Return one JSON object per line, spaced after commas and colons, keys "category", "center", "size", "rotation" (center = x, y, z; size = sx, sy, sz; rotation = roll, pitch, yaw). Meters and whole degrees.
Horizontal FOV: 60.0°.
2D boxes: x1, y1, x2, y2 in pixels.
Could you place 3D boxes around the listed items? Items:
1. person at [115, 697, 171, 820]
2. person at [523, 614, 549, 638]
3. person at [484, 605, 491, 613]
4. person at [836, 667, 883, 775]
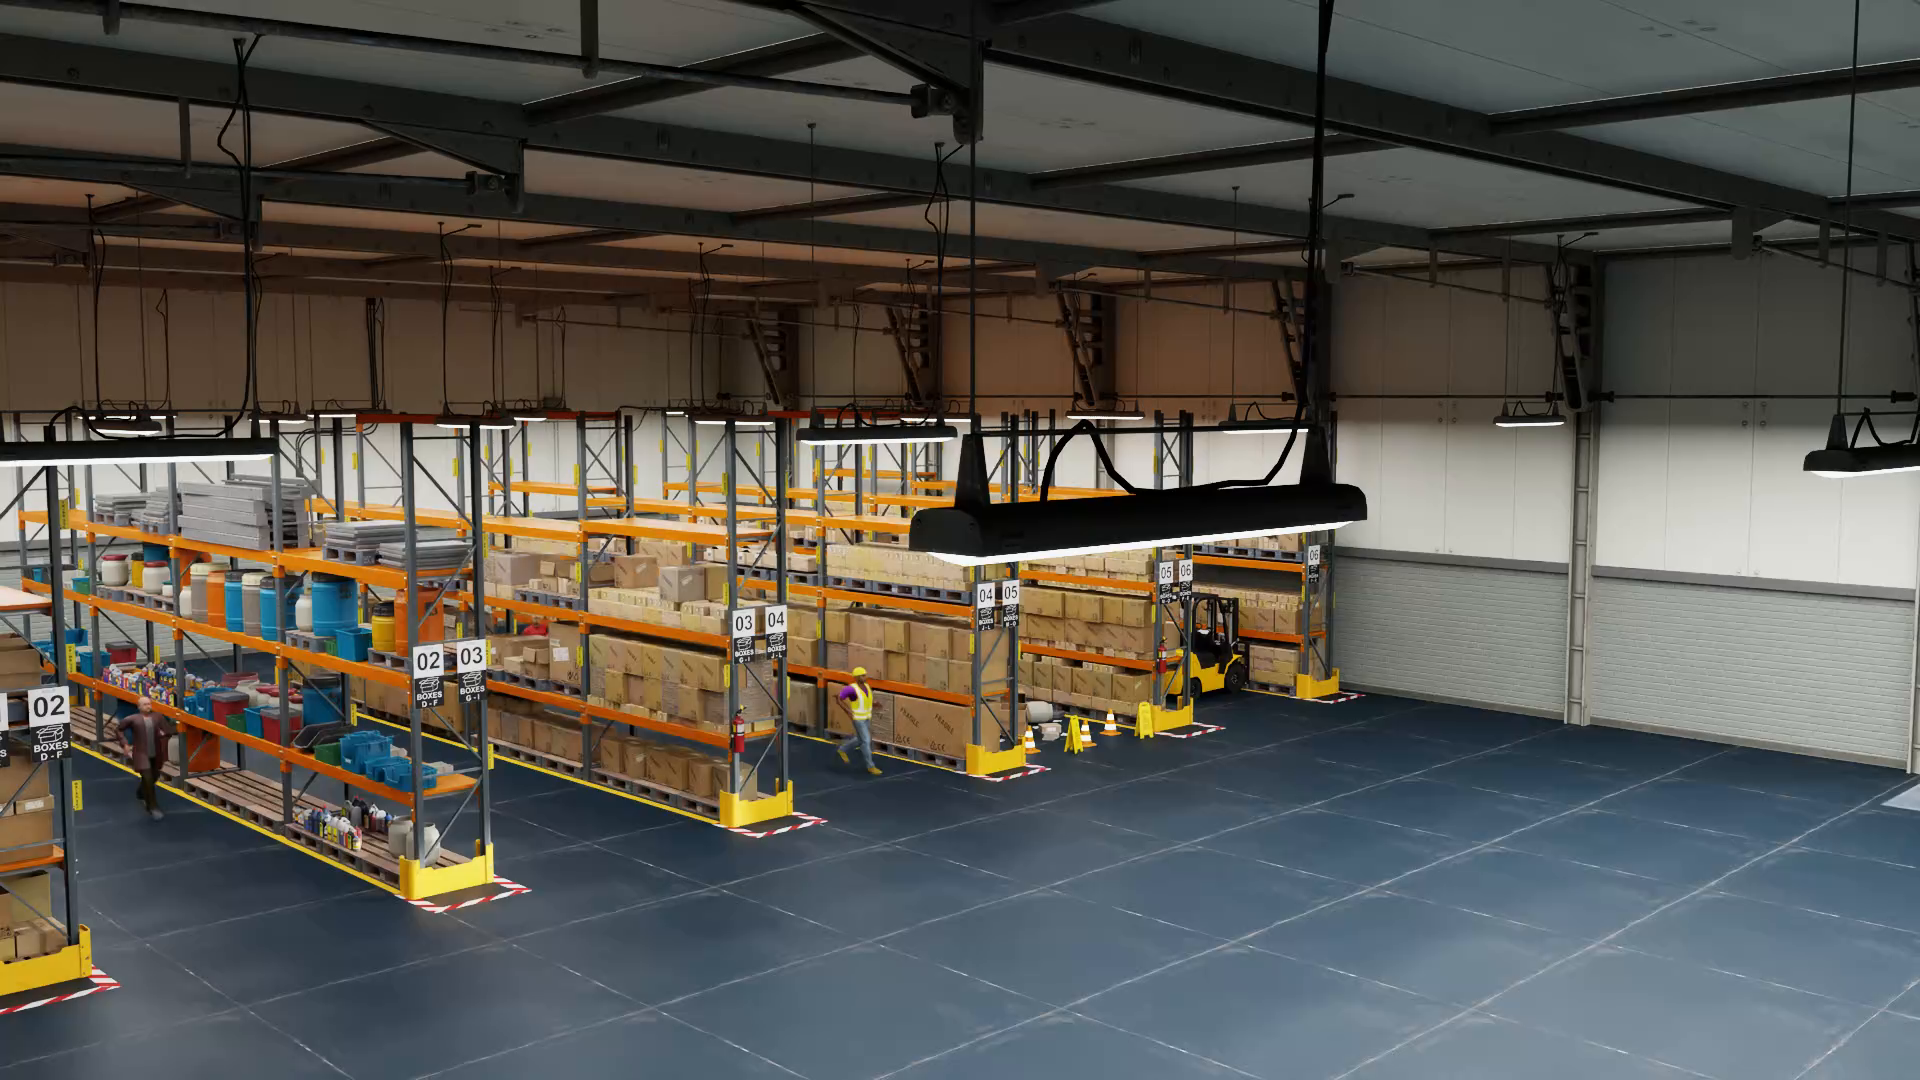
{"category": "person", "center": [-12.231, 3.241, 25.017], "size": [1.046, 1.780, 0.695], "rotation": [4, 6, 38]}
{"category": "person", "center": [-8.978, 2.408, 35.457], "size": [0.675, 1.684, 0.621], "rotation": [-4, 6, -38]}
{"category": "person", "center": [-11.495, 1.977, 40.488], "size": [0.556, 1.708, 0.754], "rotation": [-3, 6, -30]}
{"category": "person", "center": [-1.692, 3.018, 27.982], "size": [0.971, 1.773, 0.700], "rotation": [3, 6, 31]}
